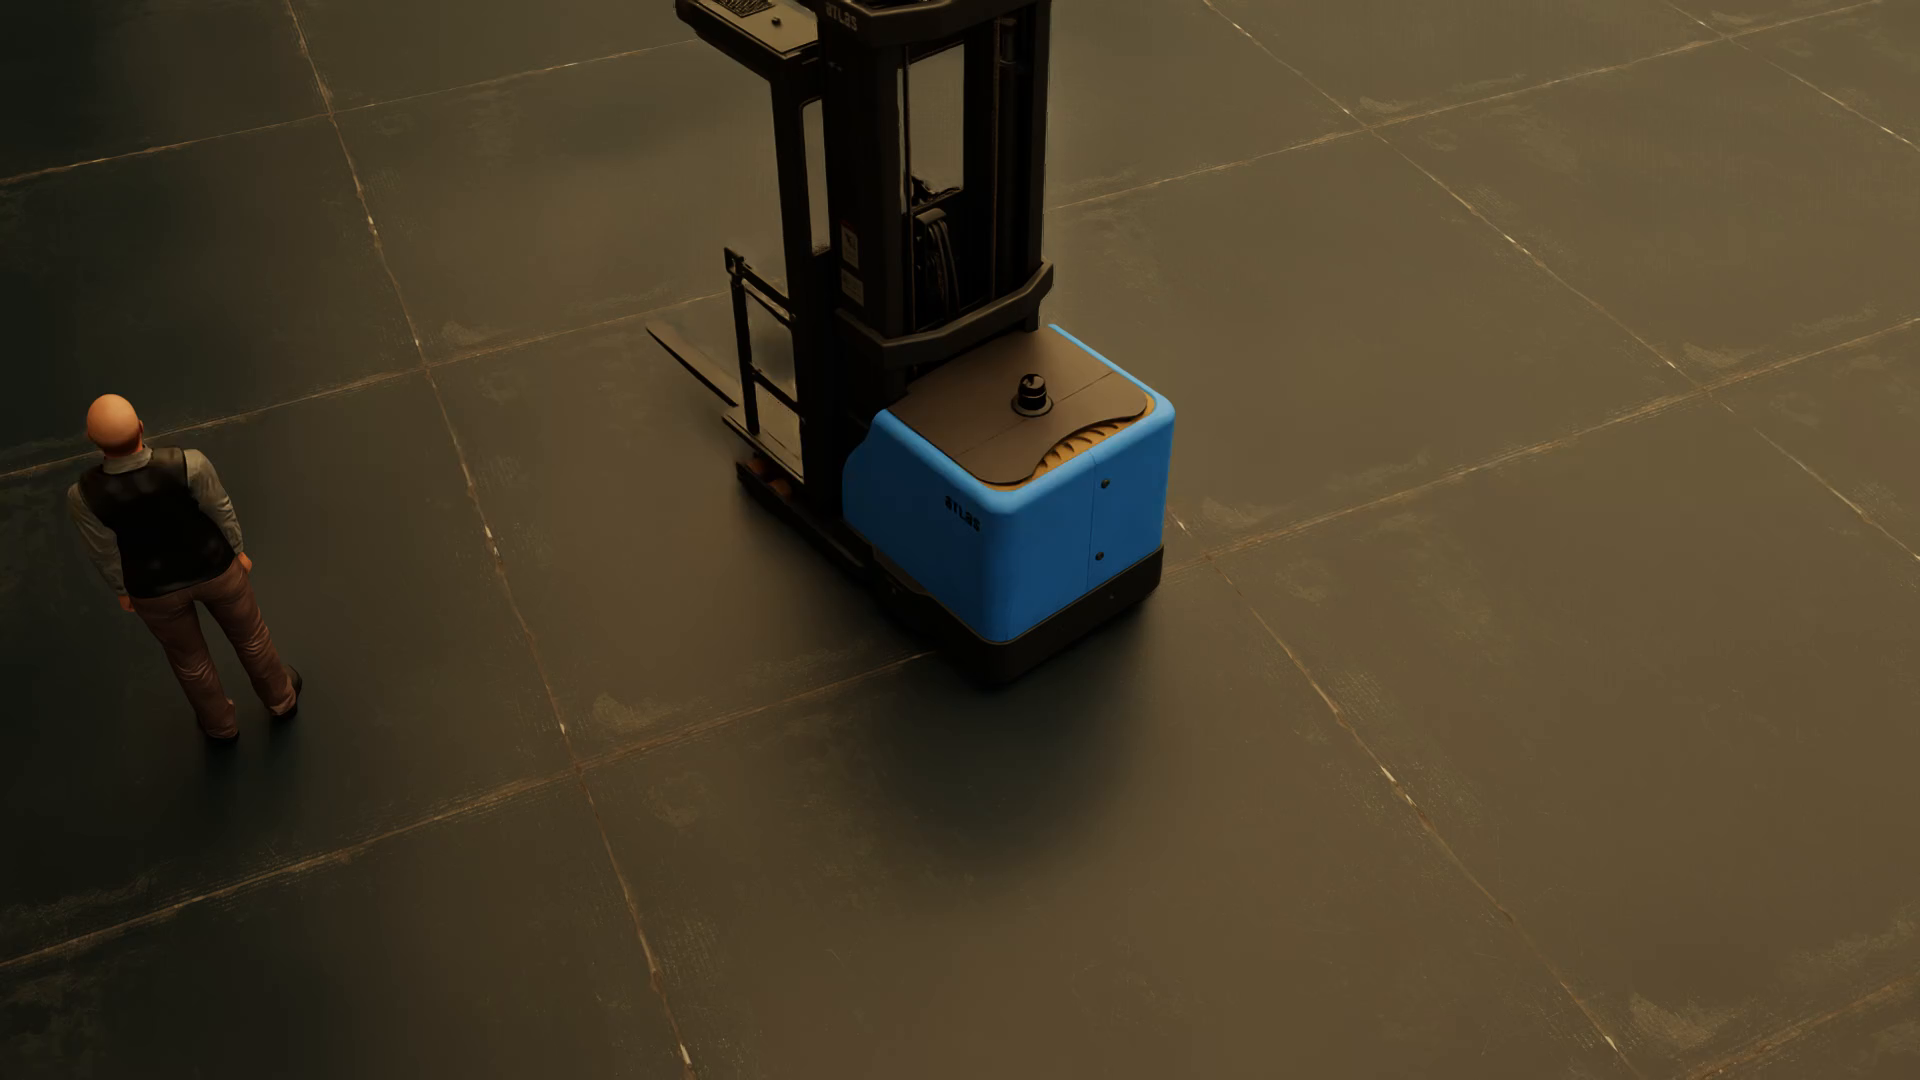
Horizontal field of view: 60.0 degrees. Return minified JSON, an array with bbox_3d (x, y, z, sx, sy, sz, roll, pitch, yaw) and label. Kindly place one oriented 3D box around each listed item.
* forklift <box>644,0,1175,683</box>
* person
[{"bbox_3d":[-0.426,-1.400,7.180,1.130,2.935,3.031,-30,51,-28],"label":"forklift"},{"bbox_3d":[-3.017,0.121,6.437,0.525,1.724,0.375,-21,47,-21],"label":"person"}]
